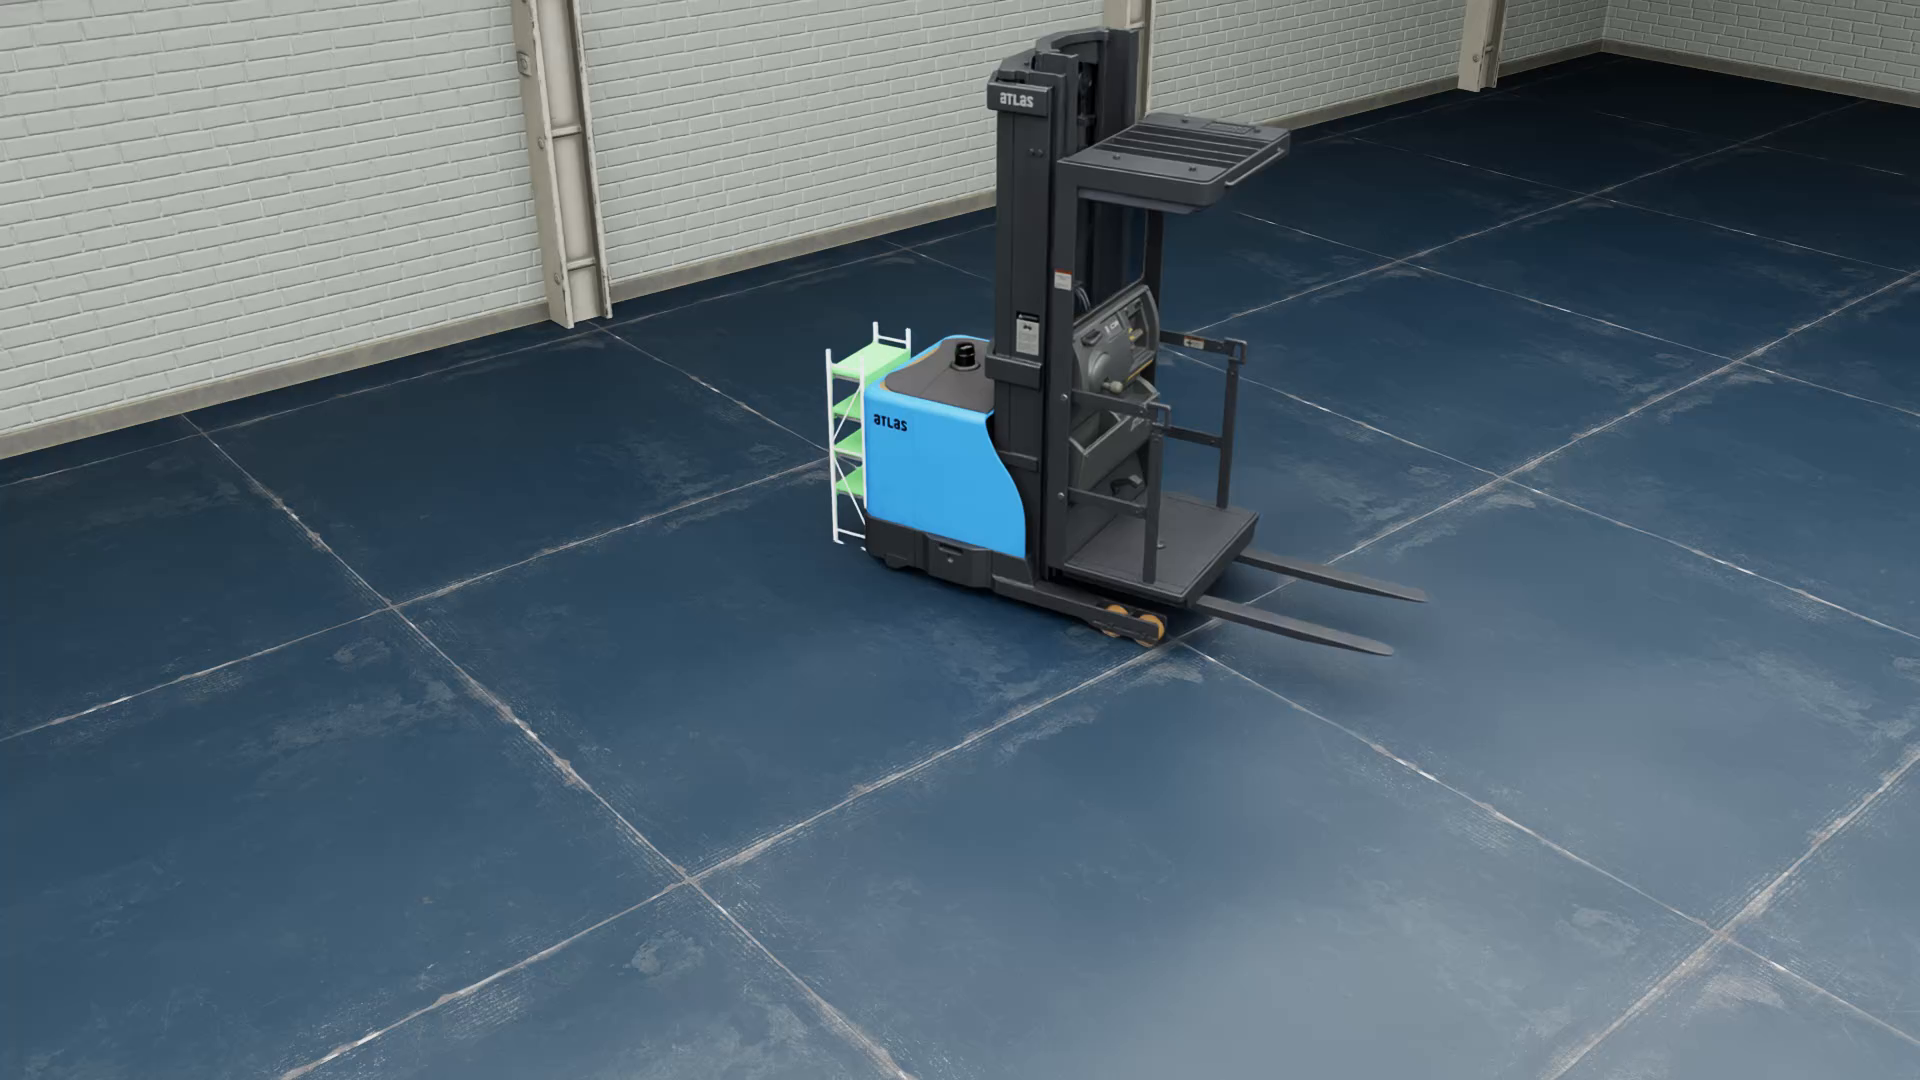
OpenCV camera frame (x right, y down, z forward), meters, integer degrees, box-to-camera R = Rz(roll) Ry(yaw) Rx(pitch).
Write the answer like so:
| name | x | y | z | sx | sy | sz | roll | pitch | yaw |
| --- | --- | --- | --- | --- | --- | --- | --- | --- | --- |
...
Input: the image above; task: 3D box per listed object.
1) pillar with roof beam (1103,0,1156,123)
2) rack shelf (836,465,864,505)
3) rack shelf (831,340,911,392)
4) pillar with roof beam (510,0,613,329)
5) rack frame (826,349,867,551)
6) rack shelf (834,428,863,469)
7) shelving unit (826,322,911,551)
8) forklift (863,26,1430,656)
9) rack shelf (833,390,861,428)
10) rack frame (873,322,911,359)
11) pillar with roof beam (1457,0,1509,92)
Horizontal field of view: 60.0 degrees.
| name | x | y | z | sx | sy | sz | roll | pitch | yaw |
| --- | --- | --- | --- | --- | --- | --- | --- | --- | --- |
| pillar with roof beam | 4.393 | -6.001 | 11.432 | 0.400 | 9.000 | 9.100 | -22 | 35 | -35 |
| rack shelf | -0.511 | -0.327 | 9.733 | 0.258 | 0.148 | 0.480 | 15 | 32 | 26 |
| rack shelf | -0.511 | -0.962 | 9.394 | 0.258 | 0.148 | 0.480 | 15 | 32 | 26 |
| pillar with roof beam | -0.171 | -4.166 | 7.997 | 0.400 | 9.000 | 9.100 | -22 | 35 | -35 |
| rack frame | -0.632 | -0.495 | 9.403 | 0.240 | 1.200 | 0.015 | 15 | 32 | 26 |
| rack shelf | -0.511 | -0.538 | 9.620 | 0.258 | 0.148 | 0.480 | 15 | 32 | 26 |
| shelving unit | -0.511 | -0.595 | 9.590 | 0.258 | 1.200 | 0.503 | 15 | 32 | 26 |
| forklift | 0.992 | -1.021 | 8.551 | 3.031 | 2.935 | 1.130 | 15 | 32 | 26 |
| rack shelf | -0.511 | -0.750 | 9.507 | 0.258 | 0.148 | 0.480 | 15 | 32 | 26 |
| rack frame | -0.390 | -0.695 | 9.777 | 0.240 | 1.200 | 0.015 | 15 | 32 | 26 |
| pillar with roof beam | 8.958 | -7.836 | 14.866 | 0.400 | 9.000 | 9.100 | -22 | 35 | -35 |
